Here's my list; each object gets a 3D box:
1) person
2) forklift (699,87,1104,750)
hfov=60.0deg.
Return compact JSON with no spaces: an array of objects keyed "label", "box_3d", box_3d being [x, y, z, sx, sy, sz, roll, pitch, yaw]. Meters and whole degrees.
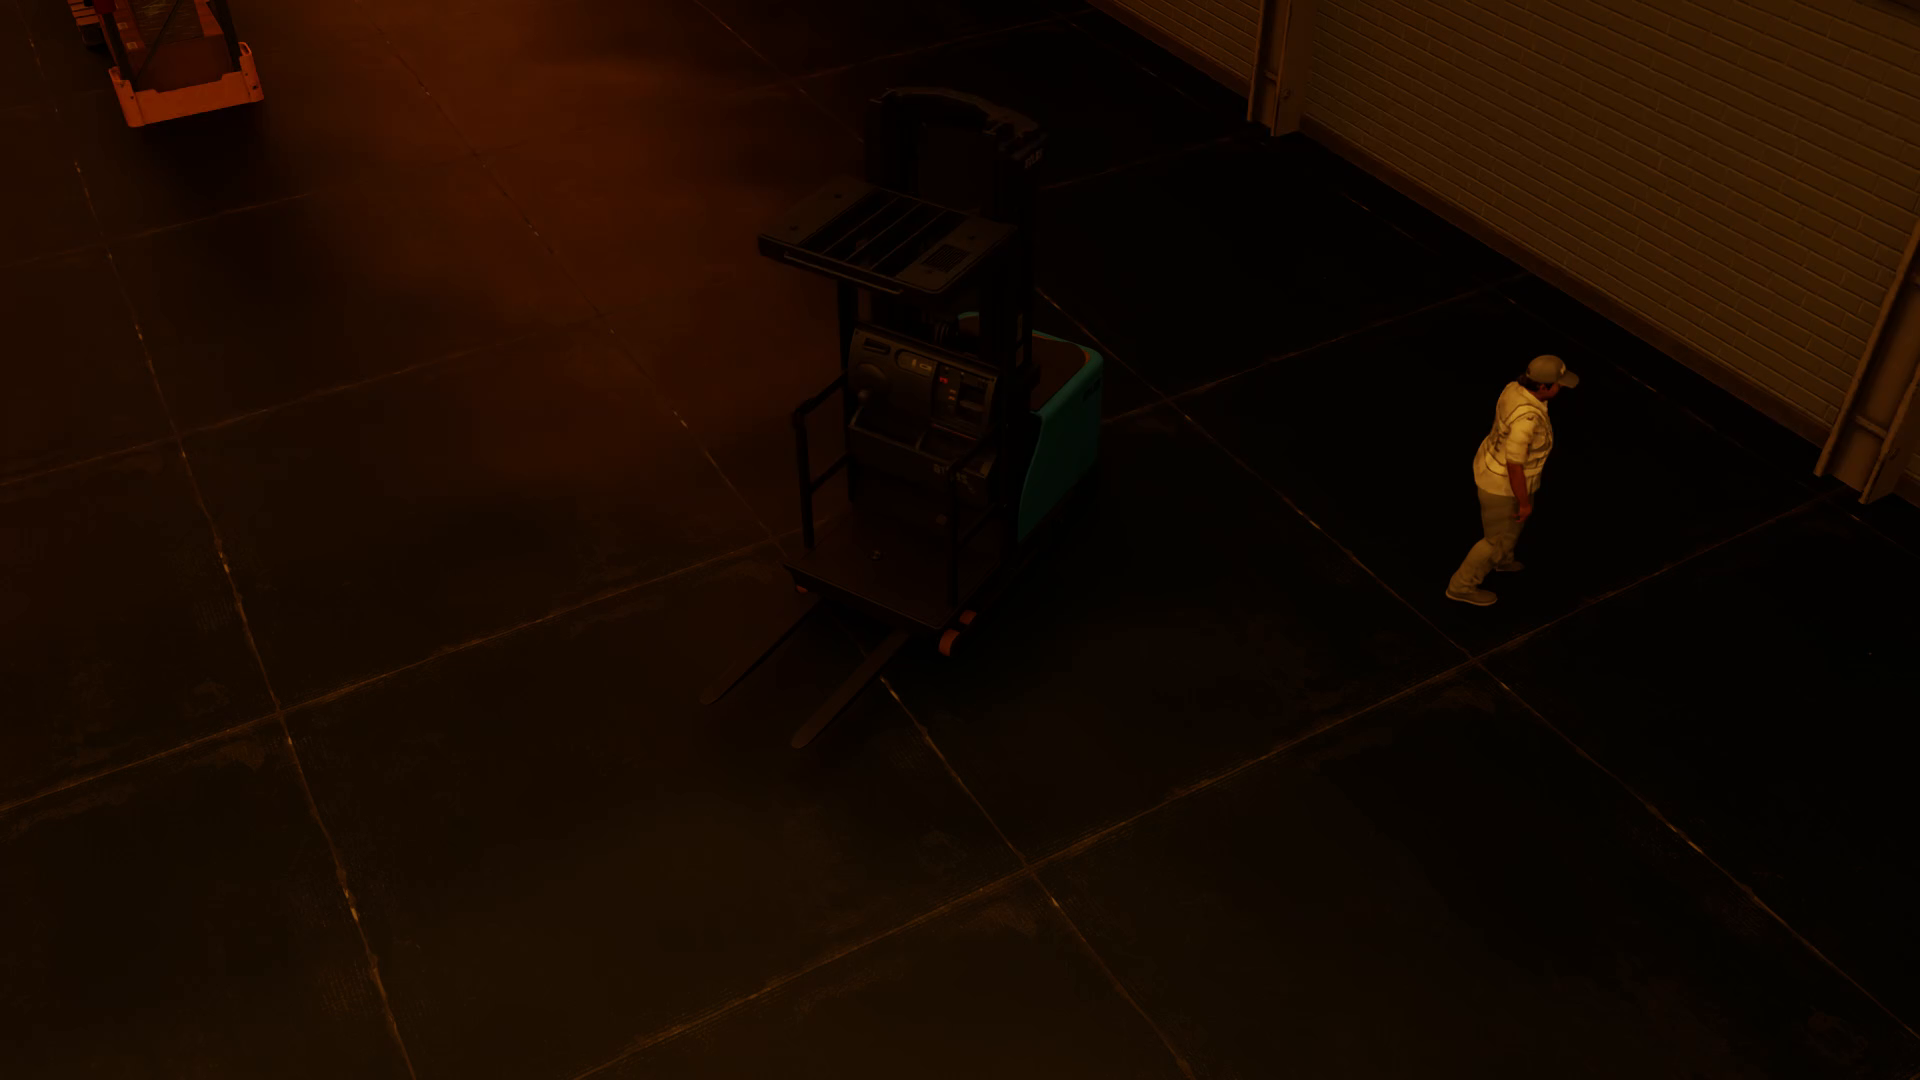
[{"label":"person","box_3d":[3.169,-0.332,9.477,0.513,1.698,0.590,7,40,8]},{"label":"forklift","box_3d":[-0.323,-0.797,8.997,1.130,2.935,3.031,22,44,24]}]
